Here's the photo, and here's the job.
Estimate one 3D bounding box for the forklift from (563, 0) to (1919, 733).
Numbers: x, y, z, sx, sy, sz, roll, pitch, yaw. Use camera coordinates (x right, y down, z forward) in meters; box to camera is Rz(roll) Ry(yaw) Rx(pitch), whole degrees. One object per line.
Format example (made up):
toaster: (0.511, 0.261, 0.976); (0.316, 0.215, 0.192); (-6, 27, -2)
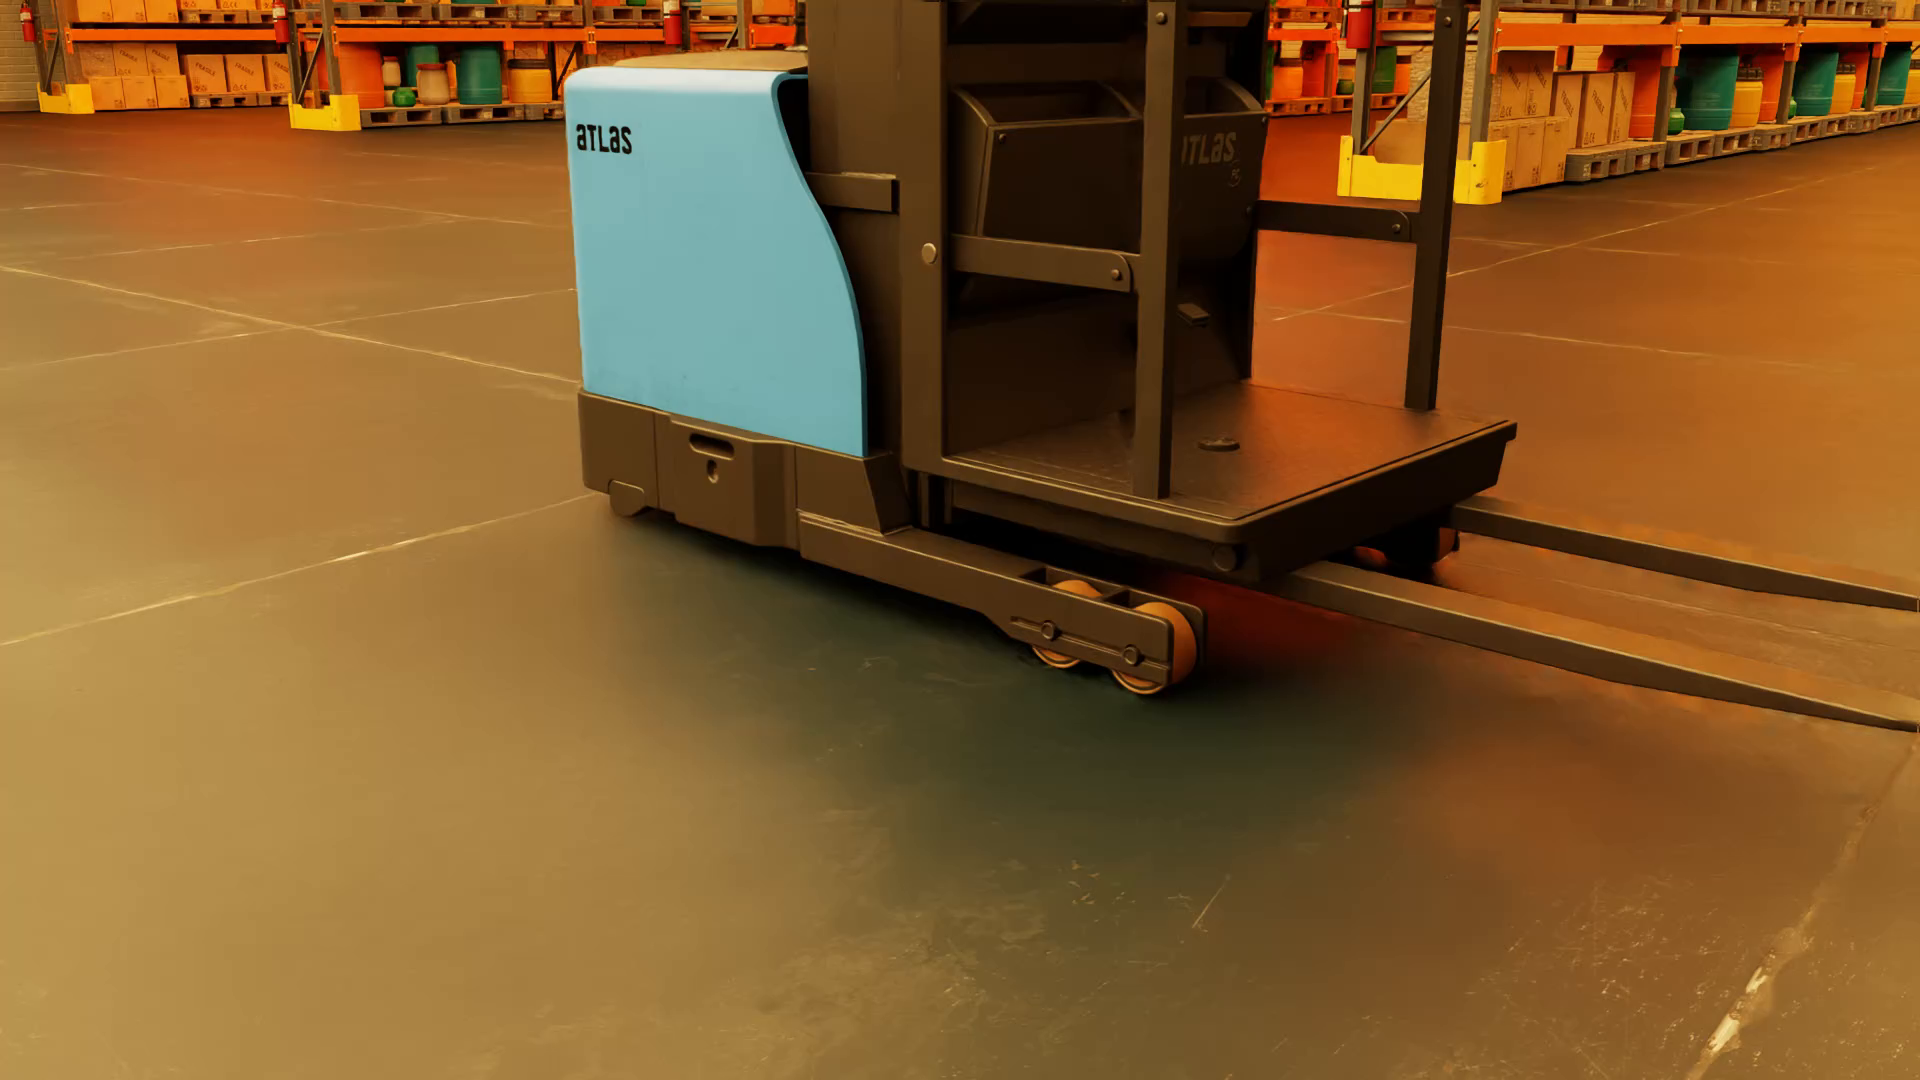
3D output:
forklift: (0.479, -1.293, 3.155); (3.031, 2.935, 1.130); (15, 22, 40)
